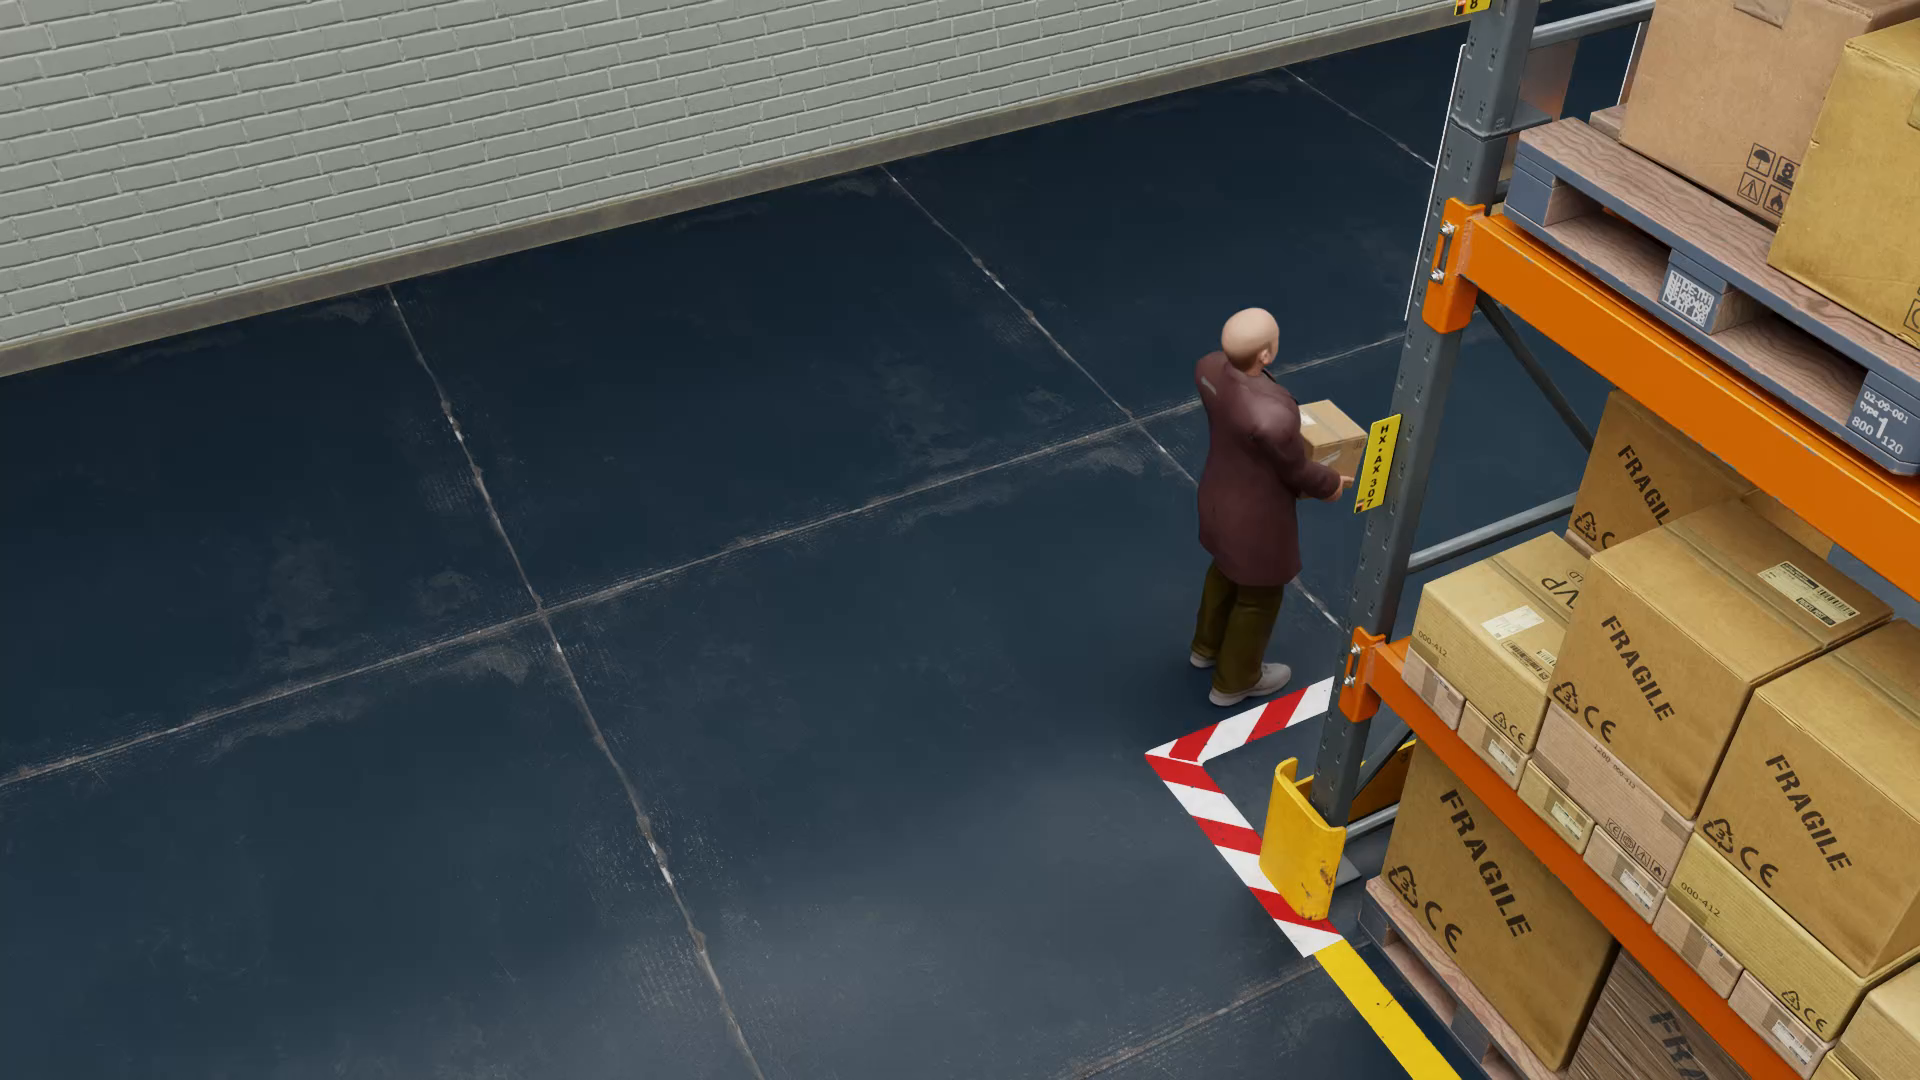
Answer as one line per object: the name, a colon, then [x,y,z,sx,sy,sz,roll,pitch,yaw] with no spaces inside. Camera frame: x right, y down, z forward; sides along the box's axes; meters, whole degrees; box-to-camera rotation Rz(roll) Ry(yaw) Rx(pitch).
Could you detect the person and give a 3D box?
person: [1.175,-0.157,6.356,0.563,1.770,0.530,-18,44,-20]
